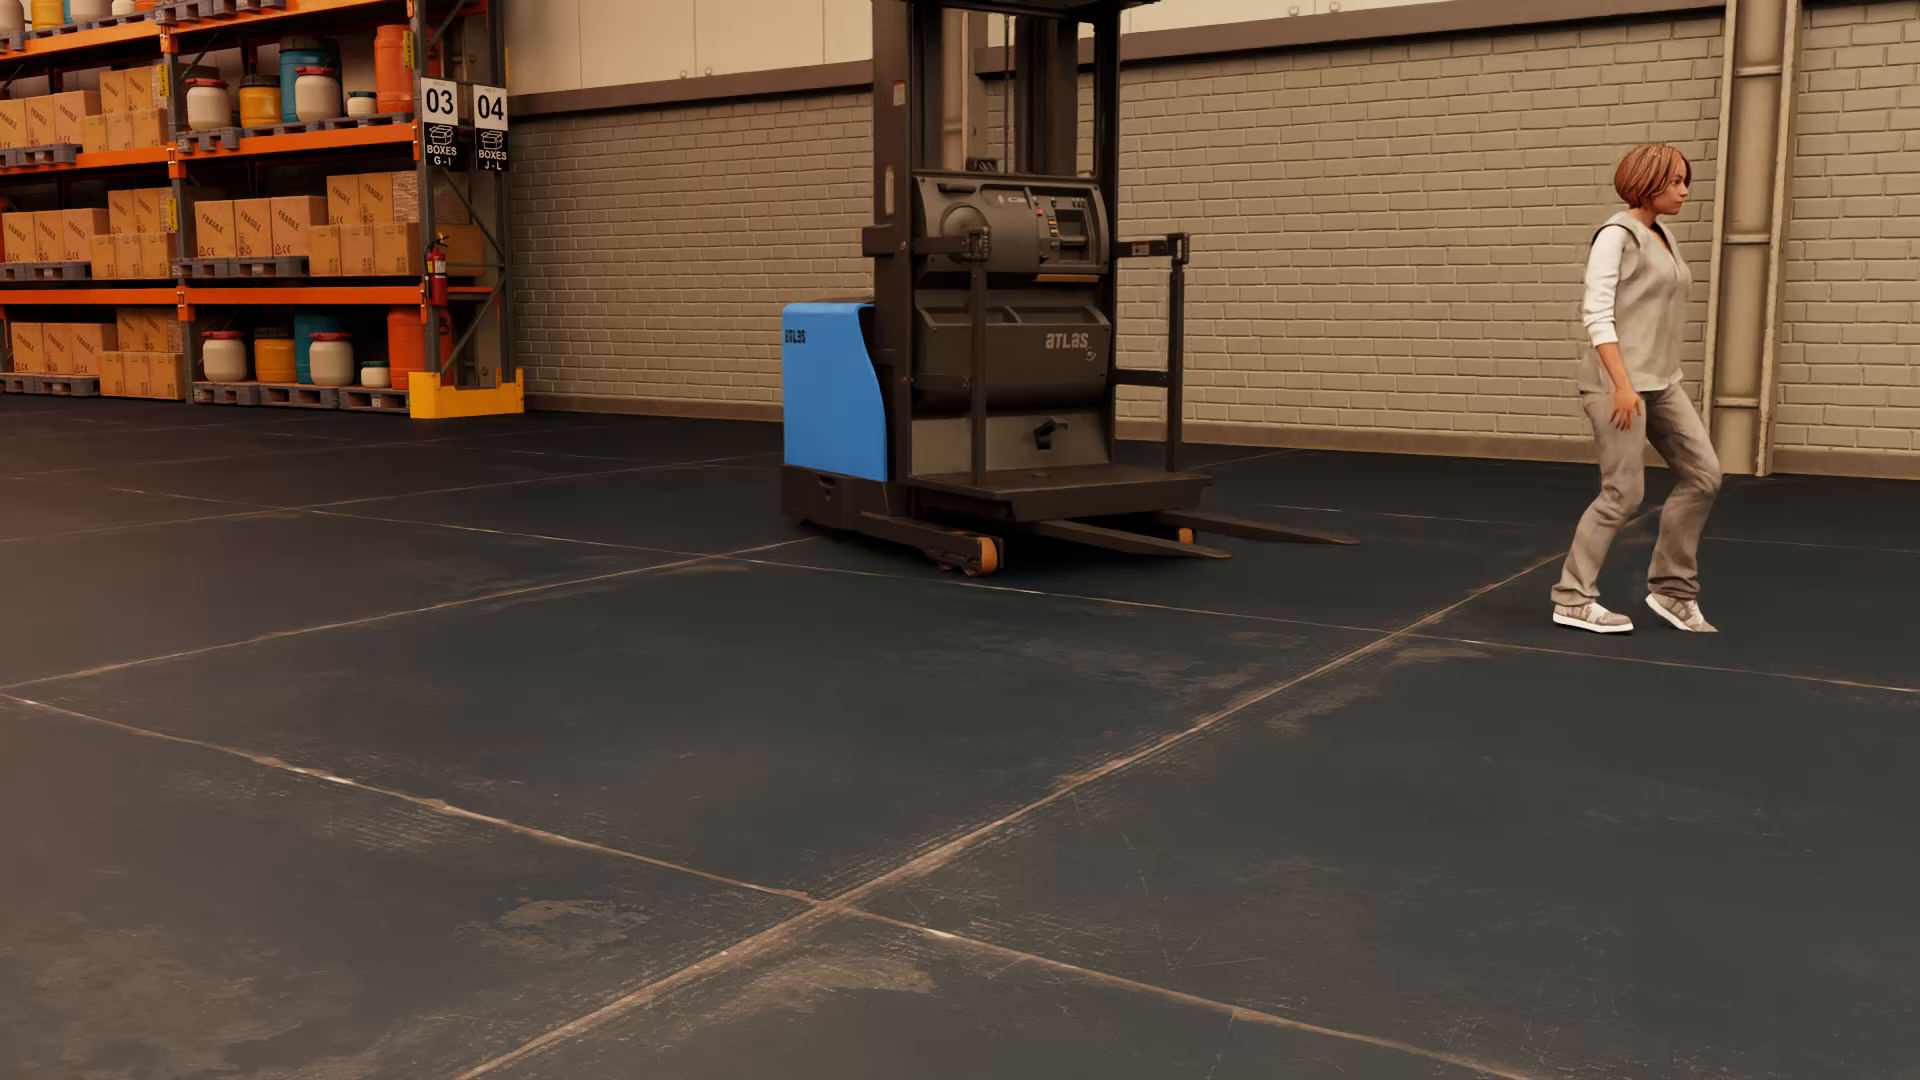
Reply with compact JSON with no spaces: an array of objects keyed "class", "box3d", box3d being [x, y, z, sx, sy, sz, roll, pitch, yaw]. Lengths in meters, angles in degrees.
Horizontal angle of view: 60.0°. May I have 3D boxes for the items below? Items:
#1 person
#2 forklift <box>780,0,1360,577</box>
[{"class":"person","box3d":[2.193,-0.455,5.392,0.510,1.627,0.461,-8,11,-44]},{"class":"forklift","box3d":[0.348,-1.377,6.877,1.130,2.935,3.031,-5,10,-32]}]
